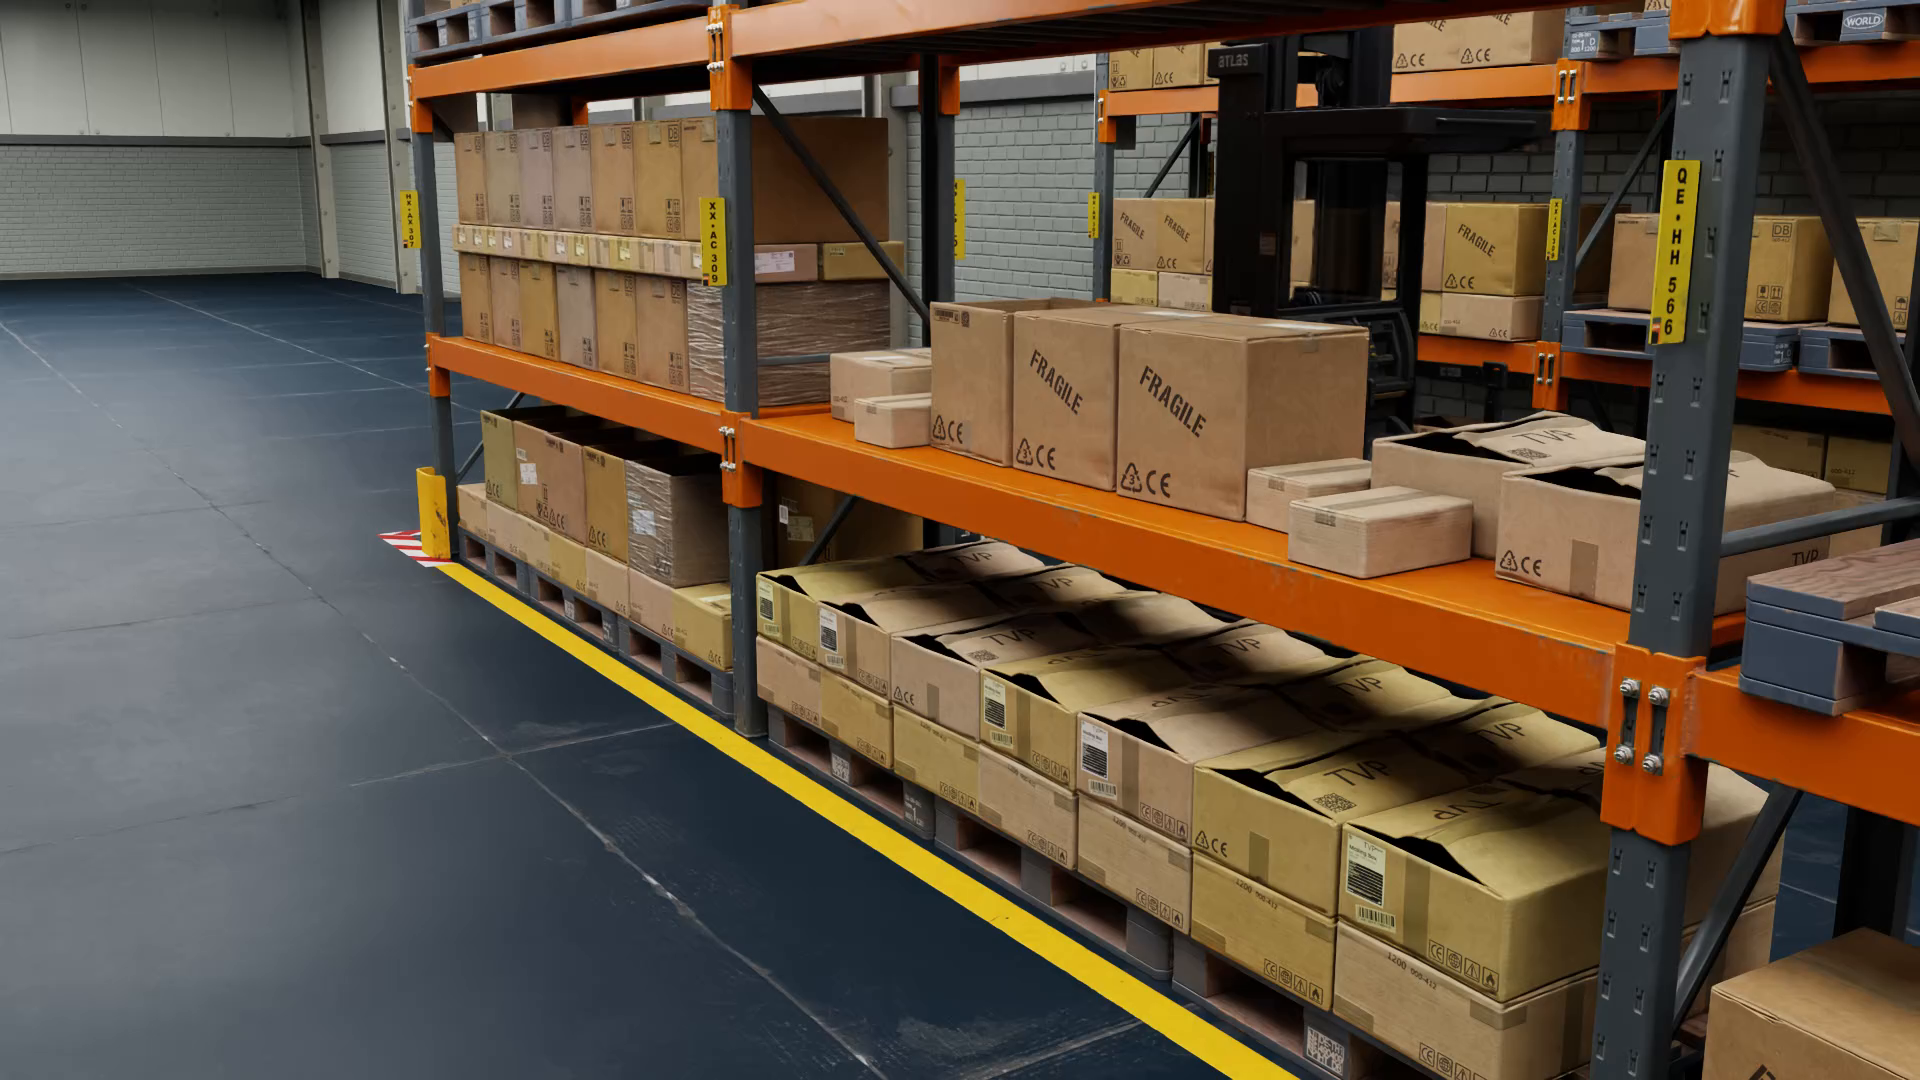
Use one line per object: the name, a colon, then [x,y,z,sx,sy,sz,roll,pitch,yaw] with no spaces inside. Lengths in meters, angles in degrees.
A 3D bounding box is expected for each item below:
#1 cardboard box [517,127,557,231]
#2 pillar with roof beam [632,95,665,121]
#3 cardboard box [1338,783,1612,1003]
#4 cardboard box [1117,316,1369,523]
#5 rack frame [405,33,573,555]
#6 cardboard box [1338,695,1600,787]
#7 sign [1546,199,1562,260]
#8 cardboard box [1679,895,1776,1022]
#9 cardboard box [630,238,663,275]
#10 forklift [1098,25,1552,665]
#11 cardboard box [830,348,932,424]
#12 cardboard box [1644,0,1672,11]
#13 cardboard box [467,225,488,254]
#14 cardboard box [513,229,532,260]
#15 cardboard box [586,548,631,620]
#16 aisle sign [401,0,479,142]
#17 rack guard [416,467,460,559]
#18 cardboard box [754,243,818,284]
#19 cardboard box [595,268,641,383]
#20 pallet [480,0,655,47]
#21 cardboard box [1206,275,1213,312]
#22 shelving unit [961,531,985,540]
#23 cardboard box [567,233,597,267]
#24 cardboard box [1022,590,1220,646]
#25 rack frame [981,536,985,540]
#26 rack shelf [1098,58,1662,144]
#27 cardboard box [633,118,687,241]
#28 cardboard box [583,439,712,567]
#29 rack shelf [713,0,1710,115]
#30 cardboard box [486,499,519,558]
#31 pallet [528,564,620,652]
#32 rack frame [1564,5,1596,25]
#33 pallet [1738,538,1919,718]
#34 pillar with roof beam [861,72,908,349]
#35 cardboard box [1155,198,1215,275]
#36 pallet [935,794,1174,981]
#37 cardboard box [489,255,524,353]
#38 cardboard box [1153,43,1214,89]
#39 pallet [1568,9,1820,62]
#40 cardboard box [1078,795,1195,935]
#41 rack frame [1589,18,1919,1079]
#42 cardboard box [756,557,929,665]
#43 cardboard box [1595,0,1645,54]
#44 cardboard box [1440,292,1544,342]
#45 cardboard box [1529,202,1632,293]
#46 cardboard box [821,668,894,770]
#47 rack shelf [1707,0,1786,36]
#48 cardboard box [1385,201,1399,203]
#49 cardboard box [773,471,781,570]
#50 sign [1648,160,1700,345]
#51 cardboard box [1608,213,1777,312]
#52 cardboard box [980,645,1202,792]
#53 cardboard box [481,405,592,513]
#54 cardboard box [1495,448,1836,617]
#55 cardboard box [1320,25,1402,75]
cardboard box: [-1.832,-1.847,8.515,0.700,0.500,0.500,-8,15,-33]
pillar with roof beam: [-7.688,-6.561,19.300,9.100,9.000,0.400,-8,15,-33]
cardboard box: [1.252,0.782,3.904,0.500,0.311,0.500,-8,14,-31]
cardboard box: [0.804,-0.363,4.768,0.500,0.500,0.500,-9,15,-36]
rack frame: [-2.685,-1.441,9.929,1.000,3.000,0.127,-8,15,-33]
cardboard box: [1.403,0.626,4.619,0.500,0.311,0.500,-9,15,-34]
sign: [3.205,-1.674,8.967,0.100,0.325,0.005,-8,15,-33]
cardboard box: [1.701,0.992,4.256,0.500,0.250,0.500,-8,15,-33]
cardboard box: [-1.227,-1.255,7.328,0.380,0.149,0.250,-8,15,-33]
forklift: [1.960,-0.914,7.680,1.130,2.935,3.031,-10,16,-38]
cardboard box: [-0.160,-0.574,6.315,0.500,0.250,0.500,-7,14,-29]
cardboard box: [3.889,-2.929,8.496,0.500,0.500,0.500,-6,14,-25]
cardboard box: [-2.499,-1.665,9.200,0.380,0.149,0.250,-9,15,-34]
cardboard box: [-2.074,-1.528,8.574,0.380,0.149,0.250,-9,15,-35]
cardboard box: [-1.466,0.175,7.994,0.500,0.250,0.500,-8,15,-33]
aisle sign: [-2.977,-2.686,9.539,0.394,0.787,0.004,-8,15,-33]
rack guard: [-2.699,-0.224,10.215,1.175,0.500,0.348,-8,15,-33]
cardboard box: [-0.798,-1.118,6.701,0.380,0.149,0.250,-8,15,-33]
cardboard box: [-1.293,-1.039,7.858,0.700,0.500,0.500,-8,15,-32]
pallet: [-1.635,-2.517,8.035,1.003,0.211,1.213,-8,15,-33]
cardboard box: [2.019,-1.658,11.226,0.500,0.250,0.500,-8,15,-34]
shelving unit: [0.092,-0.557,10.099,0.258,1.200,0.503,-8,15,-33]
cardboard box: [-1.650,-1.391,7.949,0.380,0.149,0.250,-8,14,-31]
cardboard box: [0.562,0.354,5.864,0.500,0.311,0.500,-8,15,-33]
rack frame: [0.227,-0.513,9.901,0.240,1.200,0.015,-8,15,-33]
rack shelf: [2.545,-2.786,10.743,1.077,0.370,4.000,-8,15,-33]
cardboard box: [-1.001,-1.580,7.294,0.700,0.500,0.500,-8,15,-33]
cardboard box: [-1.455,-0.193,7.921,0.500,0.500,0.500,-8,15,-33]
rack shelf: [0.639,-1.488,4.805,1.077,0.370,4.000,-8,15,-33]
cardboard box: [-2.293,-0.092,9.216,0.500,0.250,0.500,-8,15,-33]
pallet: [-1.555,0.269,8.636,1.003,0.211,1.213,-8,15,-33]
rack frame: [3.653,-4.247,8.719,1.000,3.000,0.127,-8,15,-33]
pallet: [2.181,0.188,2.930,1.213,0.211,1.003,-8,15,-33]
pillar with roof beam: [-4.364,-5.494,14.420,9.100,9.000,0.400,-8,15,-33]
cardboard box: [1.716,-2.121,11.588,0.500,0.500,0.500,-8,15,-33]
pallet: [0.652,0.976,5.402,1.003,0.211,1.213,-8,15,-33]
cardboard box: [-2.142,-1.312,9.107,0.700,0.500,0.500,-8,14,-31]
cardboard box: [1.682,-3.363,11.416,0.500,0.500,0.500,-7,14,-29]
pallet: [3.906,-2.568,8.500,1.213,0.211,1.003,-8,15,-33]
cardboard box: [0.688,0.874,4.795,0.500,0.250,0.500,-8,15,-31]
rack frame: [1.750,-0.018,3.424,0.949,2.616,0.053,-8,15,-33]
cardboard box: [-0.447,0.238,6.394,0.500,0.311,0.500,-8,15,-33]
cardboard box: [3.591,-2.957,9.562,0.500,0.500,0.500,-8,14,-31]
cardboard box: [3.138,-1.301,9.595,0.500,0.250,0.500,-8,15,-33]
cardboard box: [3.566,-1.727,9.789,0.500,0.500,0.500,-9,15,-34]
cardboard box: [-0.170,0.601,6.046,0.500,0.250,0.500,-8,14,-31]
rack shelf: [2.855,-0.776,1.552,1.077,0.370,4.000,-8,15,-33]
cardboard box: [2.582,-1.846,10.329,0.500,0.500,0.500,-9,15,-34]
cardboard box: [-0.749,-0.165,7.793,0.500,0.500,0.500,-8,15,-33]
sign: [1.287,-0.517,2.996,0.100,0.325,0.005,-8,15,-33]
cardboard box: [3.906,-1.486,8.870,0.700,0.500,0.500,-8,15,-33]
cardboard box: [0.405,0.511,5.144,0.500,0.311,0.500,-8,14,-31]
cardboard box: [-2.295,-0.459,9.135,0.500,0.500,0.500,-8,15,-33]
cardboard box: [1.582,-0.044,3.751,0.500,0.311,0.500,-7,14,-29]
cardboard box: [2.559,-3.086,10.152,0.500,0.500,0.500,-9,15,-35]
